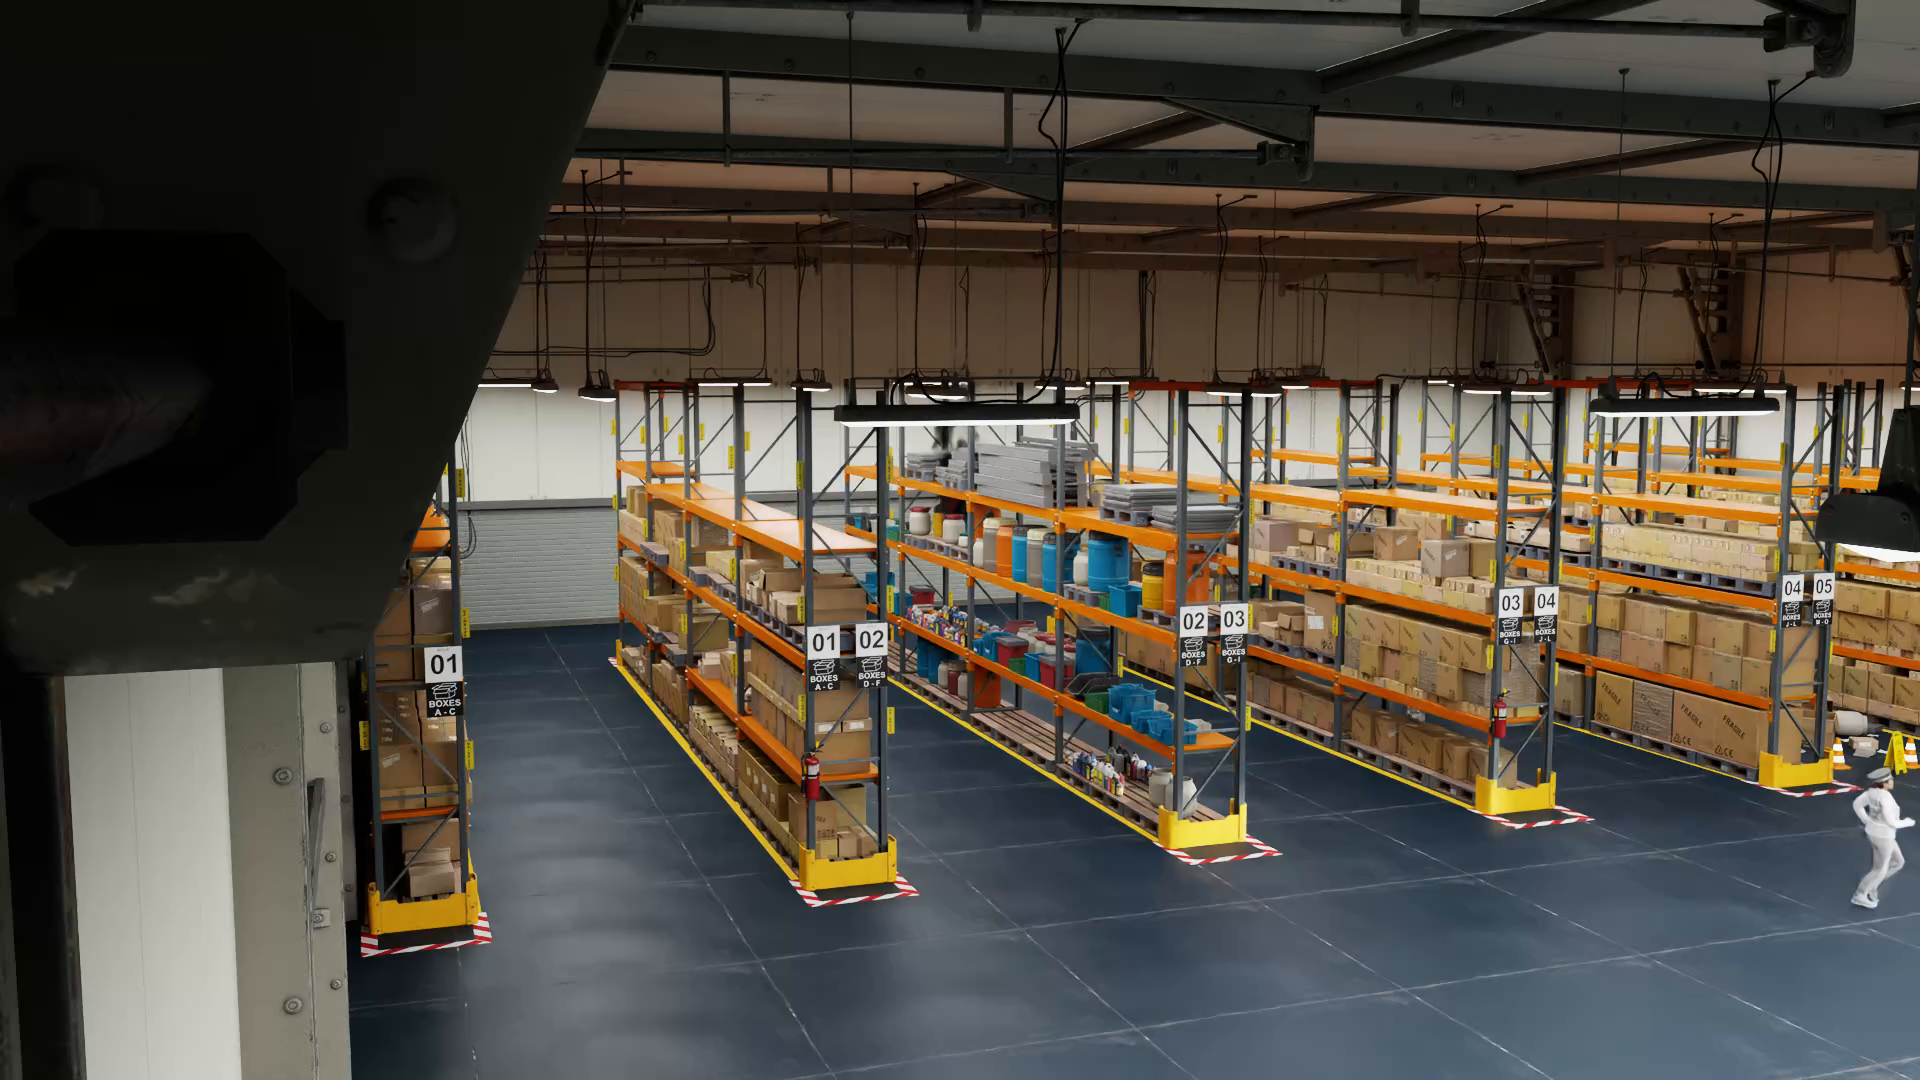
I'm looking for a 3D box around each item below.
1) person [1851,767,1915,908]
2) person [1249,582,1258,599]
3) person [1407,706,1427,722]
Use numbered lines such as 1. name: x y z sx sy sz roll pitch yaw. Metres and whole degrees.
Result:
1. person: 10.732 3.450 19.318 0.632 1.655 0.587 1 6 13
2. person: 7.259 1.108 41.256 0.787 1.764 0.721 1 6 10
3. person: 8.219 2.398 29.450 0.551 1.671 0.741 -3 7 -27
